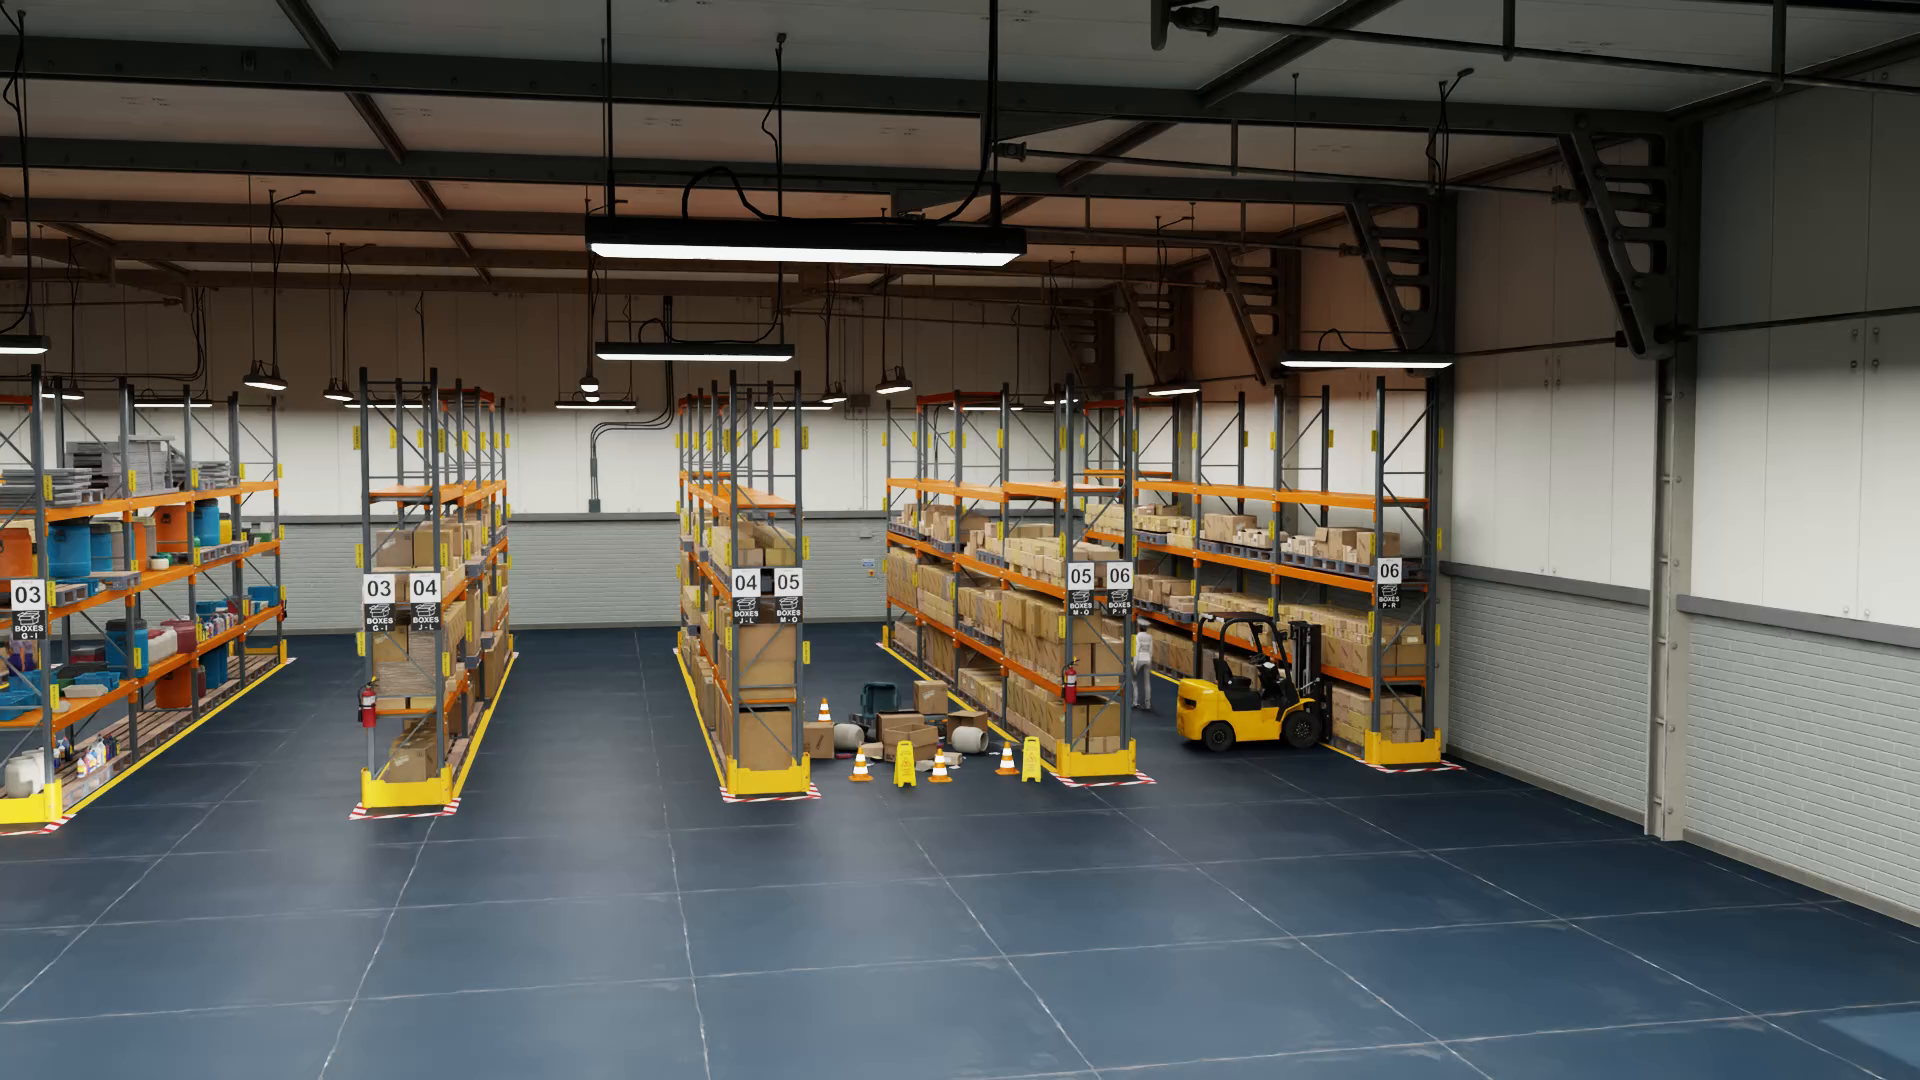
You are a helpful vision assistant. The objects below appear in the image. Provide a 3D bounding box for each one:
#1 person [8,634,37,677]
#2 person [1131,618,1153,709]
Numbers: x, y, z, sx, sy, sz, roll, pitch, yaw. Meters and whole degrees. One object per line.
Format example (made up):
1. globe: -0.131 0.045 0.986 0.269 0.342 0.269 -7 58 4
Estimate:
1. person: -17.610 2.326 31.179 0.527 1.619 0.490 0 3 6
2. person: 3.417 2.340 31.052 0.491 1.739 0.579 -1 4 -19
